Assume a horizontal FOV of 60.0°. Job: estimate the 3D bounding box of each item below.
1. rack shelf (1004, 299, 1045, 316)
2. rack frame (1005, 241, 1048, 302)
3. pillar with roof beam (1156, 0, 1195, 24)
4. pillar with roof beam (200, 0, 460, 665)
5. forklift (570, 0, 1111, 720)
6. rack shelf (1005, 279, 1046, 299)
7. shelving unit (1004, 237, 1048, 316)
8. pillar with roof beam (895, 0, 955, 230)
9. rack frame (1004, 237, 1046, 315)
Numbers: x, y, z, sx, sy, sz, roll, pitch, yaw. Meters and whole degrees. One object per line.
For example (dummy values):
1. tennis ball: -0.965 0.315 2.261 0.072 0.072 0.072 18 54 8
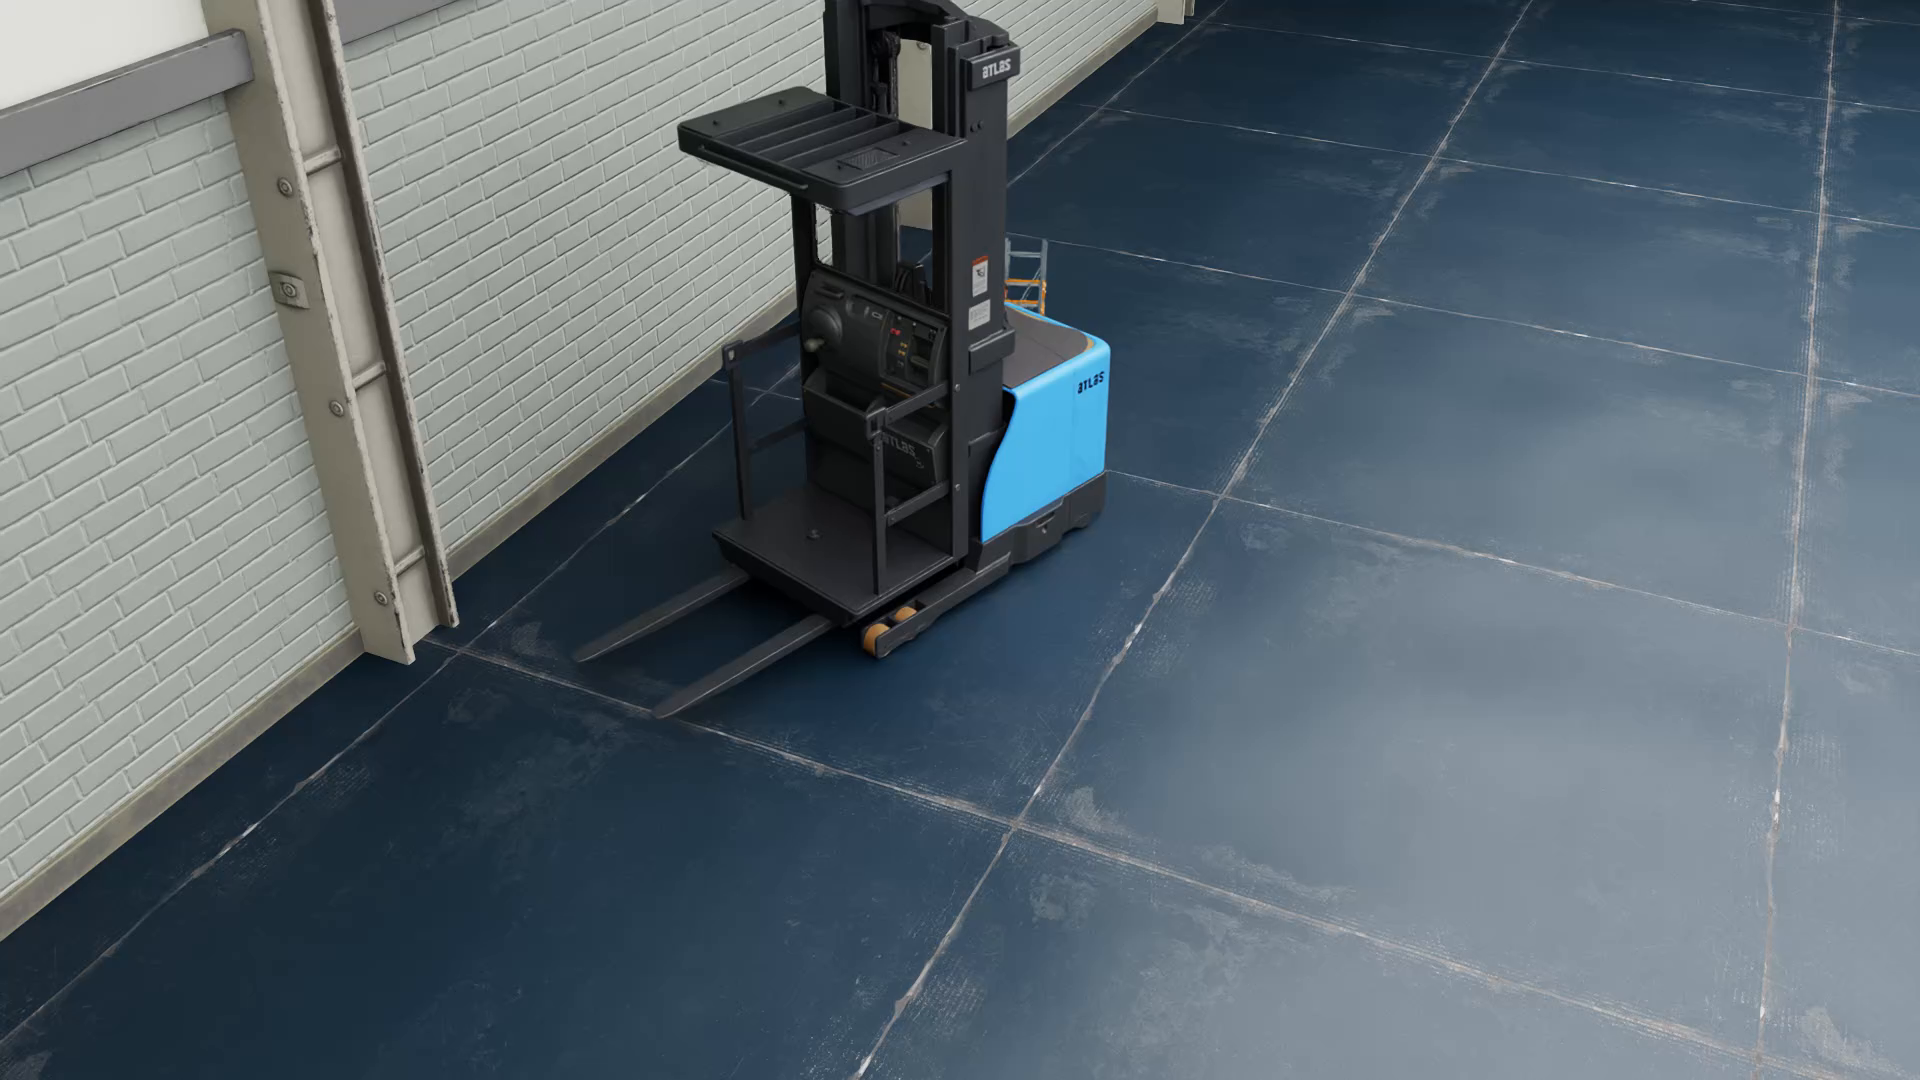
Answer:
1. rack shelf: 0.368 -1.369 9.854 0.258 0.103 0.180 4 4 6
2. rack frame: 0.366 -1.181 9.959 0.240 1.200 0.006 4 4 6
3. pillar with roof beam: 6.161 -8.270 13.524 9.100 9.000 0.400 14 36 20
4. pillar with roof beam: 1.140 -2.293 4.409 9.100 9.000 0.400 14 36 20
5. forklift: -0.566 -0.963 7.913 1.130 2.935 3.031 27 42 35
6. rack shelf: 0.375 -1.489 9.845 0.258 0.103 0.180 4 4 6
7. shelving unit: 0.355 -1.175 9.868 0.258 1.200 0.189 4 4 6
8. pillar with roof beam: 3.651 -5.282 8.967 9.100 9.000 0.400 14 36 20
9. rack frame: 0.345 -1.169 9.778 0.240 1.200 0.006 4 4 6
